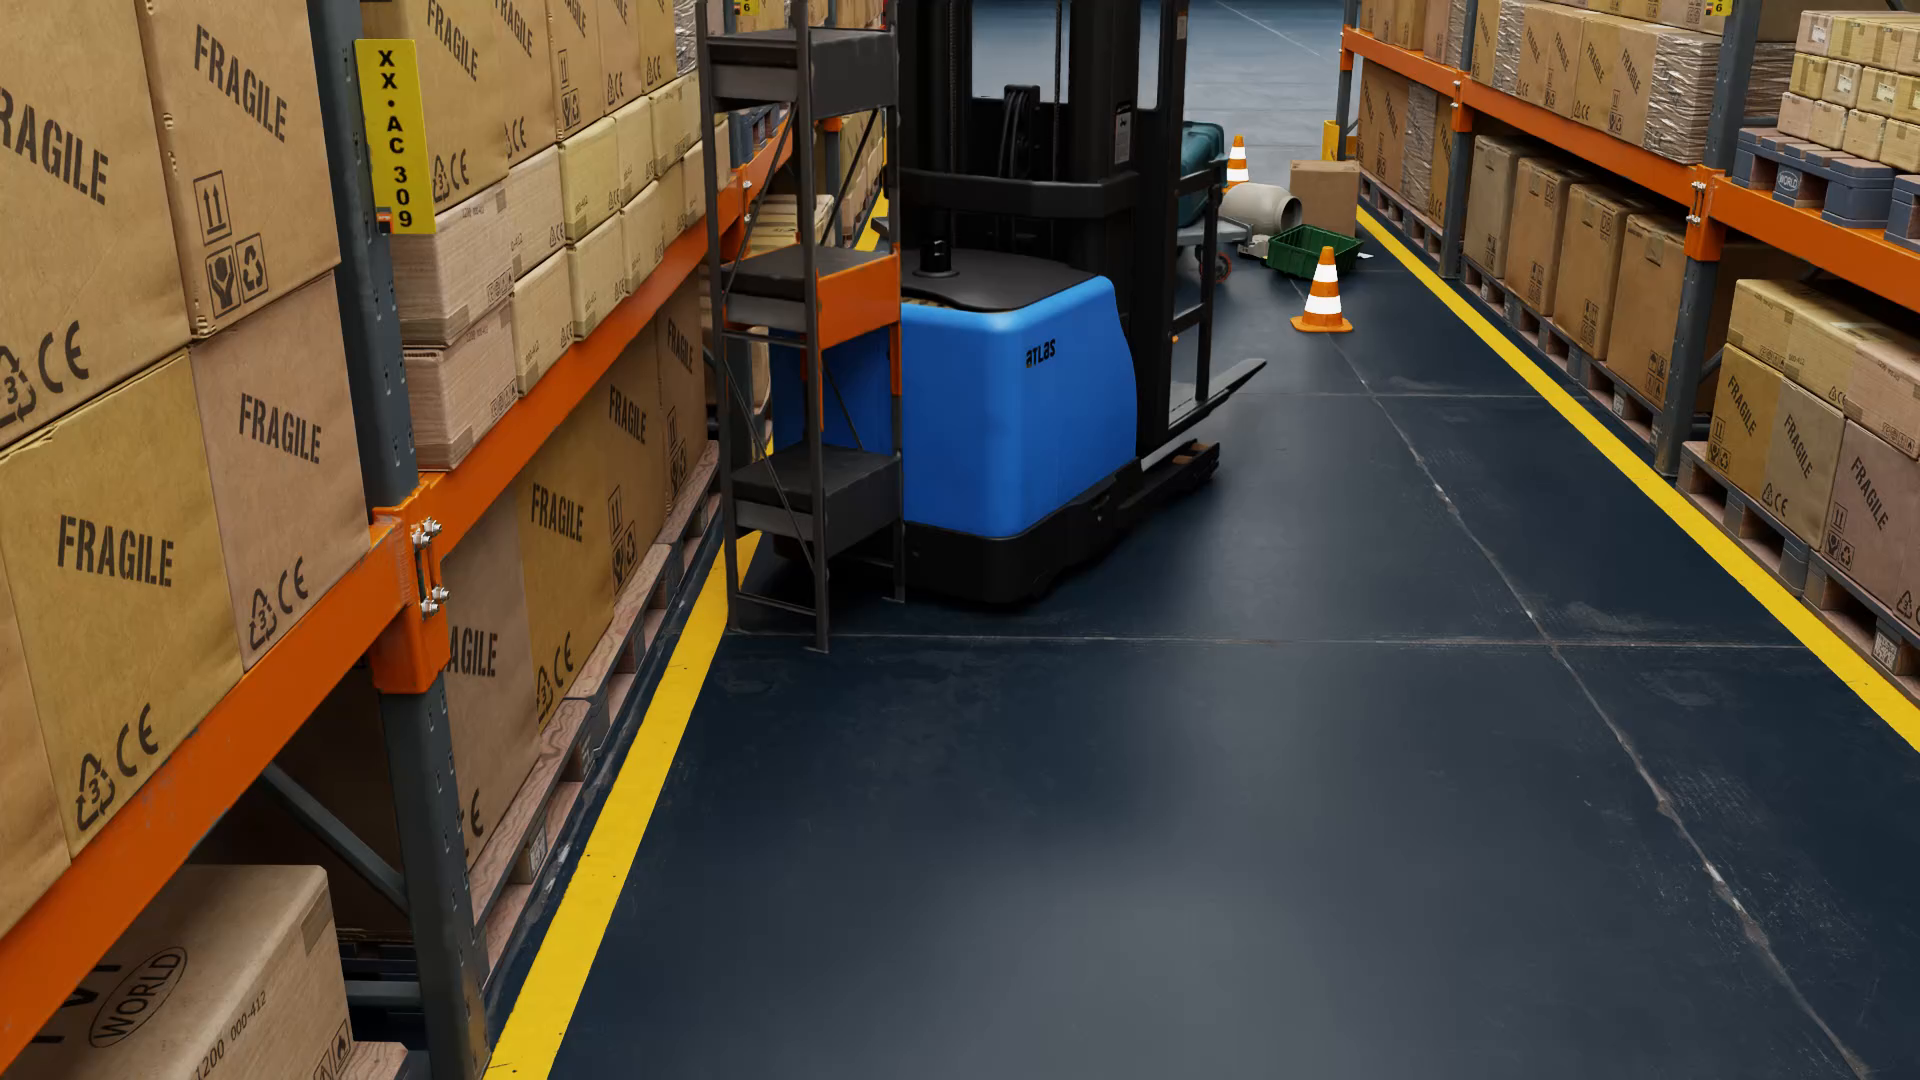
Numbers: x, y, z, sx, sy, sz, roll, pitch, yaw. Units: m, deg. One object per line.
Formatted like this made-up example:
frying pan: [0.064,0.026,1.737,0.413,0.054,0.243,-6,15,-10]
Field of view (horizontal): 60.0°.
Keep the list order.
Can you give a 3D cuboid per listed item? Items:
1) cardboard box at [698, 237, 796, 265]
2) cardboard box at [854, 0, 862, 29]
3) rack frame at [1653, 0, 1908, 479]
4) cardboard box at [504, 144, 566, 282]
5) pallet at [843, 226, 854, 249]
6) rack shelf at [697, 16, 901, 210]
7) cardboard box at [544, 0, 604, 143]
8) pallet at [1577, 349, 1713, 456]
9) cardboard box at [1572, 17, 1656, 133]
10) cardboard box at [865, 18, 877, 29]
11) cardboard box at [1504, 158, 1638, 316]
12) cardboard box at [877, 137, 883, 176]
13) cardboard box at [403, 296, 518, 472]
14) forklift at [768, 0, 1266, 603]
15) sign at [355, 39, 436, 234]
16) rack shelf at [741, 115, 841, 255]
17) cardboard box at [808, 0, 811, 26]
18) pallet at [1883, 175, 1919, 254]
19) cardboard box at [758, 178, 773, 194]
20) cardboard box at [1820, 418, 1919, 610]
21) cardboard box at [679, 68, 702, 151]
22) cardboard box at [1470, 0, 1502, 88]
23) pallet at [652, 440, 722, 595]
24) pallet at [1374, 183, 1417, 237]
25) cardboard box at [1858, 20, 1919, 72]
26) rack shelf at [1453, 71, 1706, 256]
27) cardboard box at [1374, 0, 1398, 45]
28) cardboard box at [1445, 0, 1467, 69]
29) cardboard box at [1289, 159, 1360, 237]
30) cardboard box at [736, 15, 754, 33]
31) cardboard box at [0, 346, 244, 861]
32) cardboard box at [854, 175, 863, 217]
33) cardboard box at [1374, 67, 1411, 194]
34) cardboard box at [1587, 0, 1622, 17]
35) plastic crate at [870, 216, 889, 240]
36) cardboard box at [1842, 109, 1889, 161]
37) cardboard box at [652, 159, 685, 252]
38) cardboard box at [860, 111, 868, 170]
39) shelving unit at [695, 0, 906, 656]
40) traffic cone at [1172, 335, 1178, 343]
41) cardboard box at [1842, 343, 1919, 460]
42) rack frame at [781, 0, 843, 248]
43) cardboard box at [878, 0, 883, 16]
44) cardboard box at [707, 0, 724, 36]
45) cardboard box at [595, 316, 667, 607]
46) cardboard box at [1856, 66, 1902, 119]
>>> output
cardboard box: [-1.328,-1.415,9.081,0.950,0.372,0.625,1,21,3]
cardboard box: [-0.965,-3.850,11.755,0.500,0.500,0.500,0,21,1]
rack frame: [3.552,-1.681,6.715,1.000,3.000,0.127,1,21,2]
cardboard box: [-1.237,-0.761,3.859,0.500,0.250,0.500,1,21,2]
pallet: [-1.292,-2.089,11.620,1.003,0.211,1.213,1,21,2]
rack shelf: [-0.495,-1.347,5.199,0.431,0.518,0.480,12,24,28]
cardboard box: [-1.214,-1.287,4.179,0.500,0.500,0.500,0,21,0]
pallet: [3.652,-0.665,7.952,1.003,0.211,1.213,1,21,2]
cardboard box: [3.329,-2.255,8.055,0.500,0.500,0.500,0,21,1]
cardboard box: [-0.856,-4.058,13.189,0.380,0.149,0.250,1,21,3]
cardboard box: [3.712,-1.700,9.294,1.050,0.750,0.750,1,21,2]
cardboard box: [-0.912,-3.202,13.854,0.500,0.250,0.500,1,21,1]
cardboard box: [-1.243,-0.339,3.463,0.500,0.250,0.500,0,21,0]
forklift: [0.468,-1.634,6.688,1.130,2.935,3.031,12,24,28]
sign: [-0.965,-0.688,2.849,0.100,0.325,0.005,1,21,2]
rack shelf: [-1.338,-2.087,8.755,1.077,0.370,4.000,1,21,2]
cardboard box: [-1.097,-2.991,8.961,0.500,0.500,0.500,1,21,3]
pallet: [3.533,-0.876,4.904,1.003,0.211,1.213,1,21,2]
cardboard box: [-1.527,-2.626,11.333,0.500,0.500,0.500,0,21,1]
cardboard box: [3.253,-0.091,5.492,0.500,0.500,0.500,0,21,0]
cardboard box: [-1.171,-1.499,5.761,0.500,0.250,0.500,0,21,0]
cardboard box: [3.389,-2.987,9.942,0.500,0.500,0.500,1,21,2]
pallet: [-1.498,-0.115,6.533,1.003,0.211,1.213,1,21,2]
pallet: [3.810,-2.544,12.793,1.003,0.211,1.213,1,21,2]
cardboard box: [3.327,-1.686,5.673,0.380,0.149,0.250,1,21,1]
rack shelf: [3.613,-2.069,8.709,1.077,0.370,4.000,1,21,2]
cardboard box: [3.692,-4.109,12.764,0.875,0.550,0.550,1,21,2]
cardboard box: [3.673,-3.331,10.759,0.875,0.550,0.550,1,21,2]
cardboard box: [2.695,-2.536,12.370,0.500,0.500,0.500,4,22,11]
cardboard box: [-1.154,-2.240,7.026,0.500,0.500,0.500,0,21,0]
cardboard box: [-1.289,0.057,2.097,0.500,0.500,0.500,0,21,0]
cardboard box: [-0.984,-2.463,11.950,0.500,0.250,0.500,2,21,5]
cardboard box: [3.816,-3.215,13.024,0.875,0.875,0.875,0,21,1]
cardboard box: [3.619,-2.909,8.360,0.700,0.500,0.500,0,21,1]
plastic crate: [-0.410,-2.343,12.457,0.402,0.080,0.583,-7,22,-17]
cardboard box: [3.321,-1.406,5.772,0.380,0.149,0.250,2,21,4]
cardboard box: [-1.186,-1.077,5.364,0.500,0.250,0.500,0,21,1]
cardboard box: [-0.967,-3.000,12.299,0.500,0.500,0.500,2,21,4]
shelving unit: [-0.495,-0.707,5.447,0.431,2.100,0.503,12,24,28]
traffic cone: [1.075,-1.383,9.454,0.336,0.463,0.334,1,21,2]
cardboard box: [3.246,-0.452,5.387,0.500,0.250,0.500,1,21,2]
rack frame: [-1.277,-3.145,10.489,1.000,3.000,0.127,1,21,2]
cardboard box: [-0.896,-4.578,13.631,0.500,0.500,0.500,0,21,1]
cardboard box: [-1.153,-2.022,6.073,0.500,0.500,0.500,0,21,0]
cardboard box: [-1.534,-0.333,5.597,0.875,0.875,0.875,1,21,2]
cardboard box: [3.326,-1.531,5.684,0.380,0.149,0.250,0,21,0]
